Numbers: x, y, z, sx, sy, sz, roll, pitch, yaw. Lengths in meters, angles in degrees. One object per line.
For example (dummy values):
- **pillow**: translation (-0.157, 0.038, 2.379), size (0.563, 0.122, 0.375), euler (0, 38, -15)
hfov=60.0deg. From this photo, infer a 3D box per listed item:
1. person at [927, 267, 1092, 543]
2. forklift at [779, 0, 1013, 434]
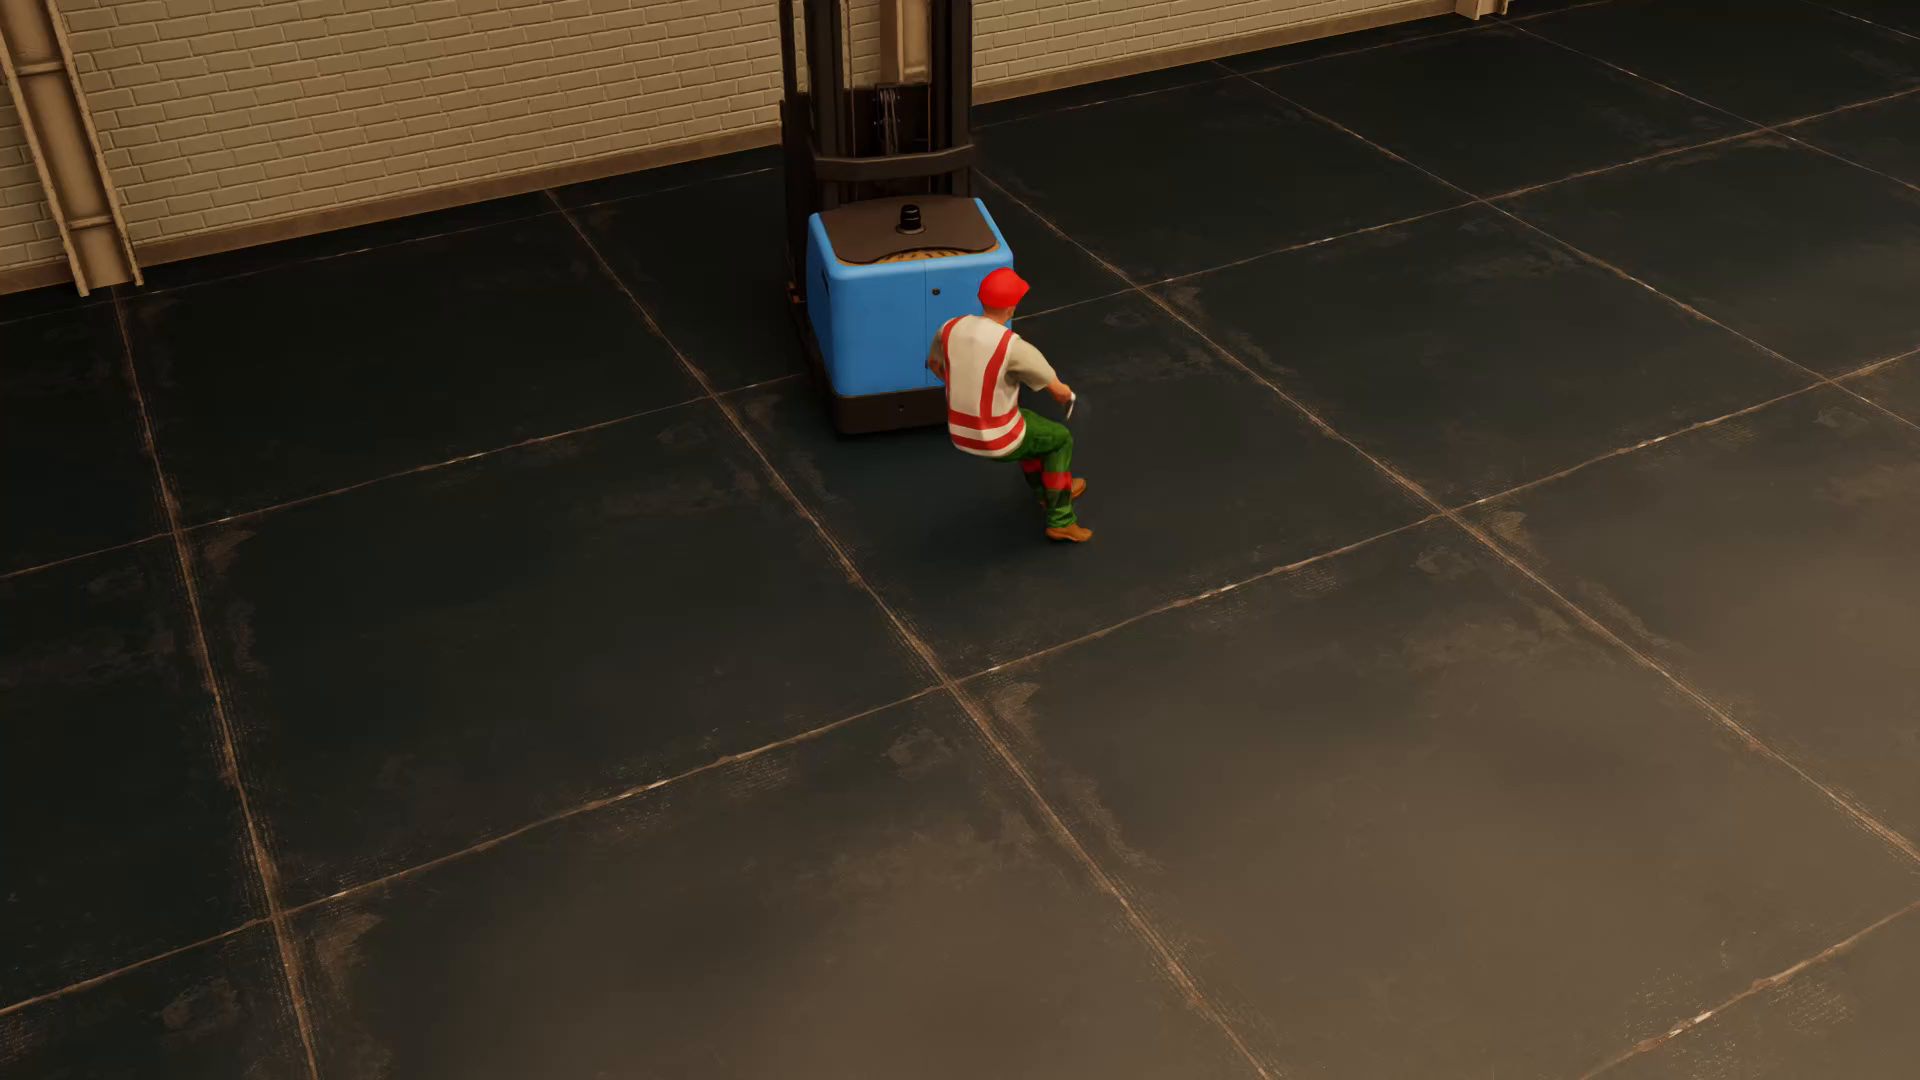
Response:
- **person**: translation (0.314, -0.709, 8.393), size (0.798, 1.567, 0.897), euler (23, 41, 28)
- **forklift**: translation (-0.526, -2.641, 9.859), size (1.130, 2.935, 3.031), euler (-8, 36, -11)
